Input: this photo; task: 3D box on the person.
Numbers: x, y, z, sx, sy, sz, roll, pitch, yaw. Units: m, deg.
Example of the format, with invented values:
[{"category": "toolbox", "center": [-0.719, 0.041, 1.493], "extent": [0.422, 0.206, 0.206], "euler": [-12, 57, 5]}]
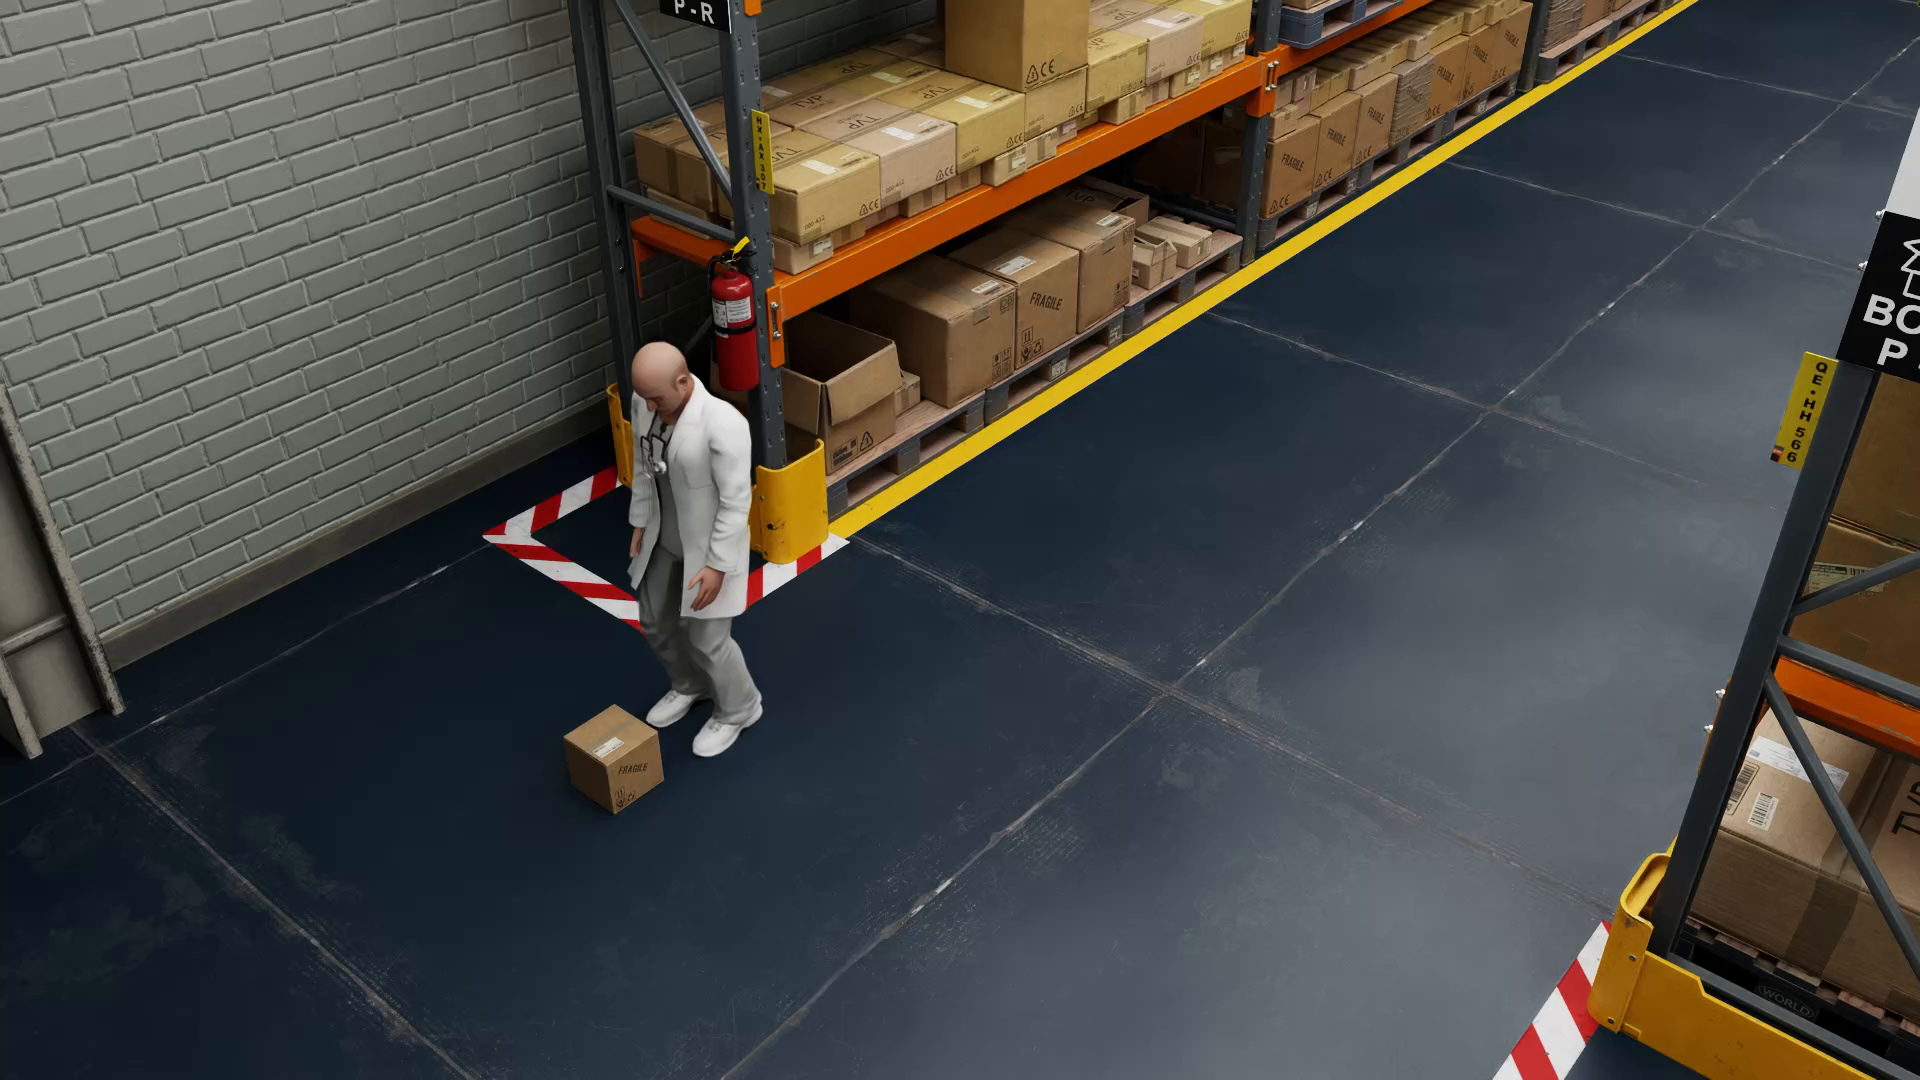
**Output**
[{"category": "person", "center": [-0.989, 0.018, 6.177], "extent": [0.587, 1.737, 0.417], "euler": [26, 42, 33]}]
